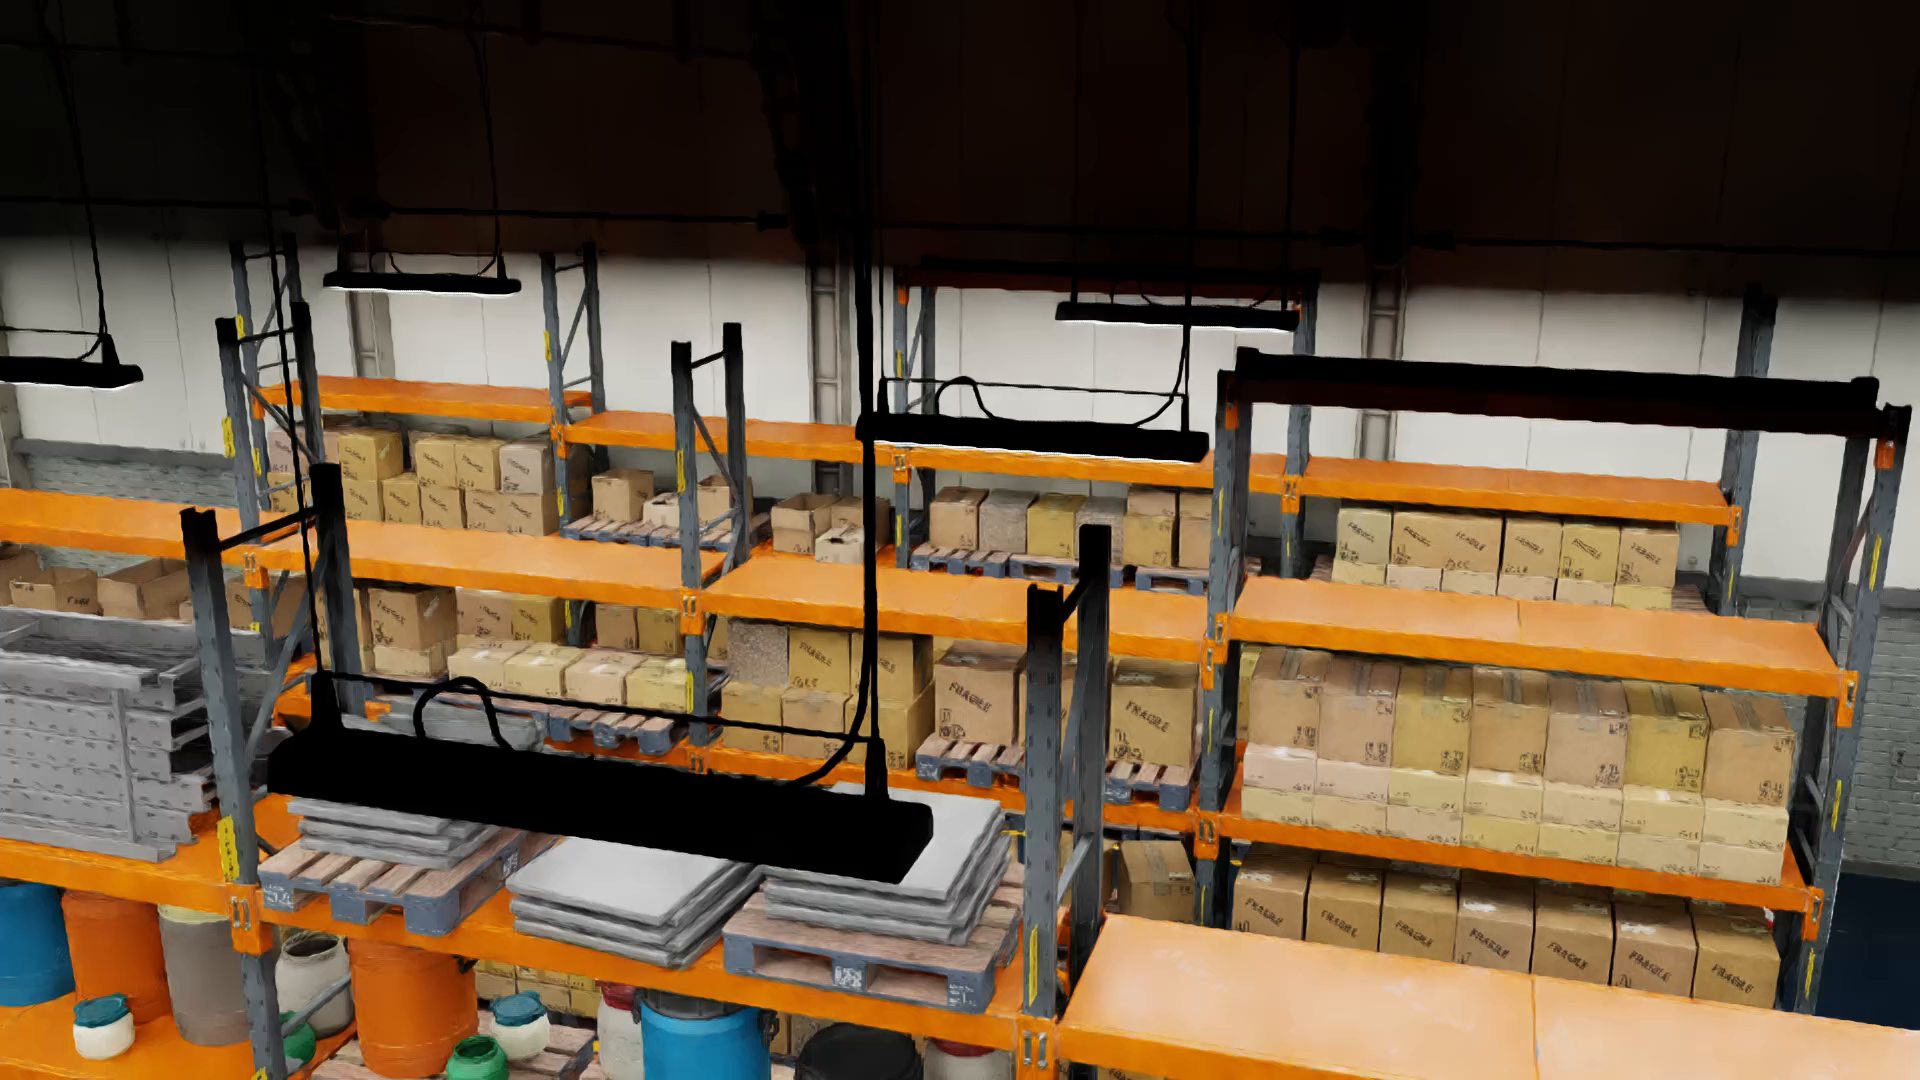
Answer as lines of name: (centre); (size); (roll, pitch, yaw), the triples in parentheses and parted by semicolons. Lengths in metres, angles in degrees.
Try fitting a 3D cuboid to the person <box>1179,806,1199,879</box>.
person: (2.338, 2.721, 16.207); (0.546, 1.733, 0.729); (4, 17, 15)
